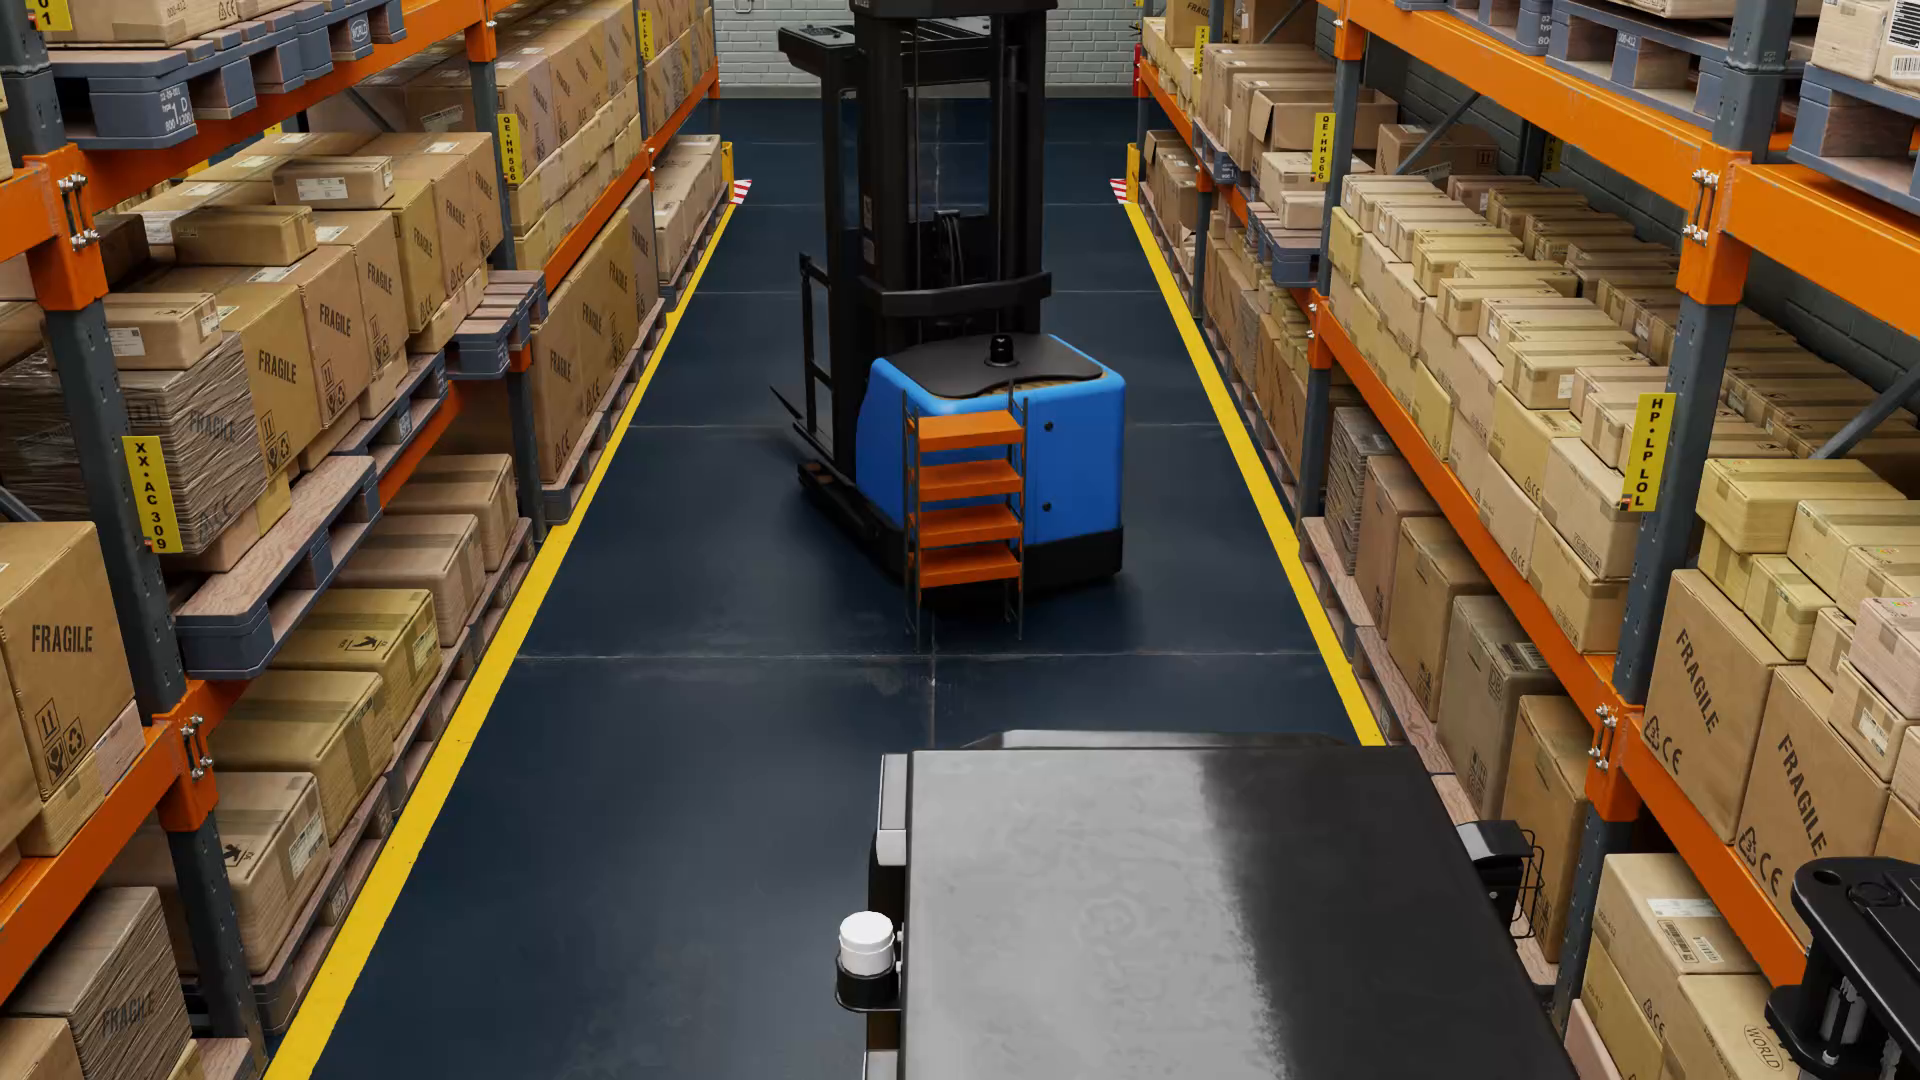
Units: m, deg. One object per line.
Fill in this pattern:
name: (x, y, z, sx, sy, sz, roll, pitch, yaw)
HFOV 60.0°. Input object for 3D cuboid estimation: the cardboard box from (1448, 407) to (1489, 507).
cardboard box: (2.069, -0.290, 5.933, 0.500, 0.250, 0.500, 0, 24, 0)

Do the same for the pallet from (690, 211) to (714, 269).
pallet: (-2.675, -2.560, 14.153, 1.003, 0.211, 1.213, 0, 24, -1)

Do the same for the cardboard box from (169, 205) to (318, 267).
cardboard box: (-2.407, -1.026, 5.601, 0.380, 0.149, 0.250, 1, 24, 2)

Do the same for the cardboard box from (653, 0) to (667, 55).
cardboard box: (-2.491, -3.919, 12.440, 0.500, 0.500, 0.500, -1, 24, -1)

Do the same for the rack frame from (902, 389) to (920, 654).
rack frame: (-0.218, -0.072, 7.445, 0.015, 1.200, 0.240, -6, 26, -14)

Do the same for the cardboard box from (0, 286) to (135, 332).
cardboard box: (-2.882, -0.482, 5.184, 0.500, 0.500, 0.500, 0, 24, 0)

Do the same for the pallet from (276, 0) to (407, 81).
pallet: (-2.556, -1.679, 5.411, 1.213, 0.211, 1.003, 0, 24, -1)

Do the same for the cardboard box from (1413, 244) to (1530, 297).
cardboard box: (2.012, -1.065, 6.556, 0.380, 0.149, 0.250, 0, 24, 1)

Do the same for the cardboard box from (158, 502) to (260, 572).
cardboard box: (-2.331, -0.022, 4.954, 0.380, 0.149, 0.250, 0, 24, 0)

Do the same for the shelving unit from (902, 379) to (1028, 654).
shelving unit: (0.017, -0.098, 7.504, 0.503, 1.200, 0.258, -6, 26, -14)

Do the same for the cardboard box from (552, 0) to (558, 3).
cardboard box: (-3.010, -3.707, 11.971, 0.500, 0.500, 0.500, 0, 24, -1)

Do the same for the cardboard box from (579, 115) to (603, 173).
cardboard box: (-2.433, -2.361, 9.906, 0.500, 0.250, 0.500, 0, 24, 0)

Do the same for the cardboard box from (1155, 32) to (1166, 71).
cardboard box: (1.942, -4.147, 14.100, 0.500, 0.250, 0.500, -1, 24, -2)

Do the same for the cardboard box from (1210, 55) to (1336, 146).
cardboard box: (2.022, -2.859, 10.801, 0.700, 0.500, 0.500, 0, 24, 0)

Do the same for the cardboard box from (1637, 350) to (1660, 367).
cardboard box: (2.584, -0.528, 5.853, 0.500, 0.250, 0.500, -1, 24, -2)

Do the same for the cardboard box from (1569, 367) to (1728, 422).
cardboard box: (2.126, -0.428, 5.148, 0.380, 0.149, 0.250, 0, 24, -1)

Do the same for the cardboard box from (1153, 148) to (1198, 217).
cardboard box: (2.074, -3.132, 14.559, 0.700, 0.500, 0.500, 1, 24, 2)

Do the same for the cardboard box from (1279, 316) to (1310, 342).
cardboard box: (2.027, -1.159, 9.410, 0.380, 0.149, 0.250, -1, 24, -2)

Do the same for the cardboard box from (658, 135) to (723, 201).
cardboard box: (-2.665, -3.413, 15.256, 0.875, 0.438, 0.875, -1, 24, -2)

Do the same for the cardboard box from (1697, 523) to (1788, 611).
cardboard box: (2.063, 0.052, 4.087, 0.380, 0.149, 0.250, -1, 24, -1)

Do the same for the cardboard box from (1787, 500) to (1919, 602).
cardboard box: (2.140, 0.024, 3.788, 0.380, 0.149, 0.250, 0, 24, 0)

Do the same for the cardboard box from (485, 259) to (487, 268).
cardboard box: (-2.446, -1.307, 7.795, 0.380, 0.149, 0.250, 1, 24, 1)

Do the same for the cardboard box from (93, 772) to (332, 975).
cardboard box: (-2.649, 1.074, 5.415, 0.950, 0.372, 0.625, 0, 24, 0)

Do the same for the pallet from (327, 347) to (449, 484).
pallet: (-2.622, -0.461, 6.363, 1.003, 0.211, 1.213, 0, 24, -1)

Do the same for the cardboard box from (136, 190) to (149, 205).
cardboard box: (-7.485, -3.058, 14.822, 0.380, 0.149, 0.250, 0, 24, -1)

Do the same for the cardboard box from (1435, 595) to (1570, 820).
cardboard box: (2.305, 0.616, 6.120, 0.875, 0.625, 0.625, 0, 24, -1)

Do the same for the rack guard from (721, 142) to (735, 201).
rack guard: (-2.772, -3.532, 15.952, 1.175, 0.500, 0.348, 0, 24, -1)

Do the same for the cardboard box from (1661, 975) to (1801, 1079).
cardboard box: (2.009, 1.278, 3.899, 0.500, 0.250, 0.500, 0, 24, 0)

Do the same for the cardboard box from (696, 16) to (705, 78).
cardboard box: (-2.512, -4.302, 14.500, 0.500, 0.500, 0.500, -1, 24, -2)

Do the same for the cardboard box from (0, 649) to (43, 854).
cardboard box: (-2.375, 0.497, 3.529, 0.500, 0.500, 0.500, 1, 24, 1)

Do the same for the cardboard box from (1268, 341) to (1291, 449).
cardboard box: (2.064, -0.820, 9.447, 0.500, 0.500, 0.500, -1, 24, -1)

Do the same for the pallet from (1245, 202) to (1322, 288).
pallet: (2.201, -1.580, 8.835, 1.213, 0.211, 1.003, 0, 24, -1)

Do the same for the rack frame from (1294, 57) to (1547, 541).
rack frame: (2.279, -1.388, 8.179, 1.000, 3.000, 0.127, 0, 24, -1)

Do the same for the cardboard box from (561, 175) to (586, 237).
cardboard box: (-2.462, -1.926, 9.551, 0.500, 0.250, 0.500, 1, 24, 1)

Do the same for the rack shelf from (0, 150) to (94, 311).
rack shelf: (-2.619, 0.069, 2.190, 1.077, 0.370, 4.000, 0, 24, -1)

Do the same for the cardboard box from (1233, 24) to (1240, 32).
cardboard box: (2.466, -4.351, 14.551, 0.500, 0.250, 0.500, 0, 24, 0)

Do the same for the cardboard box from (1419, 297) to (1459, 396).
cardboard box: (2.062, -0.731, 6.302, 0.500, 0.250, 0.500, 0, 24, 0)

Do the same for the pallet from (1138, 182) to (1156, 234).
pallet: (2.202, -3.054, 15.247, 1.003, 0.211, 1.213, 0, 24, -1)

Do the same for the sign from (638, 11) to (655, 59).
sign: (-2.186, -3.510, 11.563, 0.100, 0.325, 0.005, 0, 24, -1)

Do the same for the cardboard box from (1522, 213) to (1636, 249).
cardboard box: (2.614, -1.281, 7.034, 0.380, 0.149, 0.250, -1, 24, -2)

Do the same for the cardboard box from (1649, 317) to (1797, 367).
cardboard box: (2.580, -0.648, 5.635, 0.380, 0.149, 0.250, 0, 24, -1)

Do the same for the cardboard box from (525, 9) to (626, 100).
cardboard box: (-2.459, -3.117, 10.668, 0.500, 0.500, 0.500, 0, 24, 0)

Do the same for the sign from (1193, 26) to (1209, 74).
sign: (1.693, -3.425, 11.633, 0.100, 0.325, 0.005, 0, 24, -1)

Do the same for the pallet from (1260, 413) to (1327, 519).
pallet: (2.308, -0.425, 9.434, 1.003, 0.211, 1.213, 0, 24, -1)

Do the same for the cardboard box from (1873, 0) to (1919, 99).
cardboard box: (2.088, -0.959, 3.067, 0.500, 0.311, 0.500, 0, 24, 1)

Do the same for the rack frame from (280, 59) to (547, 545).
rack frame: (-2.685, -1.364, 8.126, 1.000, 3.000, 0.127, 0, 24, -1)

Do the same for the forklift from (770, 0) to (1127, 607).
forklift: (-0.259, -1.596, 8.723, 1.130, 2.935, 3.031, -10, 26, -22)

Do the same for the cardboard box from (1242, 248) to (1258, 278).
cardboard box: (2.050, -1.800, 10.826, 0.380, 0.149, 0.250, 0, 24, -1)

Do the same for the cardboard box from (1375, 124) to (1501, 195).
cardboard box: (2.429, -1.838, 8.542, 0.500, 0.500, 0.500, 1, 24, 2)

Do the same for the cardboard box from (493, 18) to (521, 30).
cardboard box: (-2.975, -2.915, 10.220, 0.500, 0.500, 0.500, -1, 24, -2)

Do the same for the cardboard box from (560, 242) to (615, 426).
cardboard box: (-2.615, -1.240, 9.920, 0.875, 0.875, 0.875, 0, 24, 0)

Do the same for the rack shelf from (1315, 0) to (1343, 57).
rack shelf: (2.257, -3.251, 9.531, 1.077, 0.370, 4.000, 0, 24, -1)

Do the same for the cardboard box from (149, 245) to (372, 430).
cardboard box: (-2.357, -0.693, 5.650, 0.500, 0.500, 0.500, 0, 24, -1)

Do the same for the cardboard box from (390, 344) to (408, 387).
cardboard box: (-2.350, -0.669, 6.384, 0.380, 0.149, 0.250, -1, 24, -2)

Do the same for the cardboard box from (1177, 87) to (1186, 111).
cardboard box: (1.921, -3.480, 13.108, 0.380, 0.149, 0.250, -1, 24, -1)
